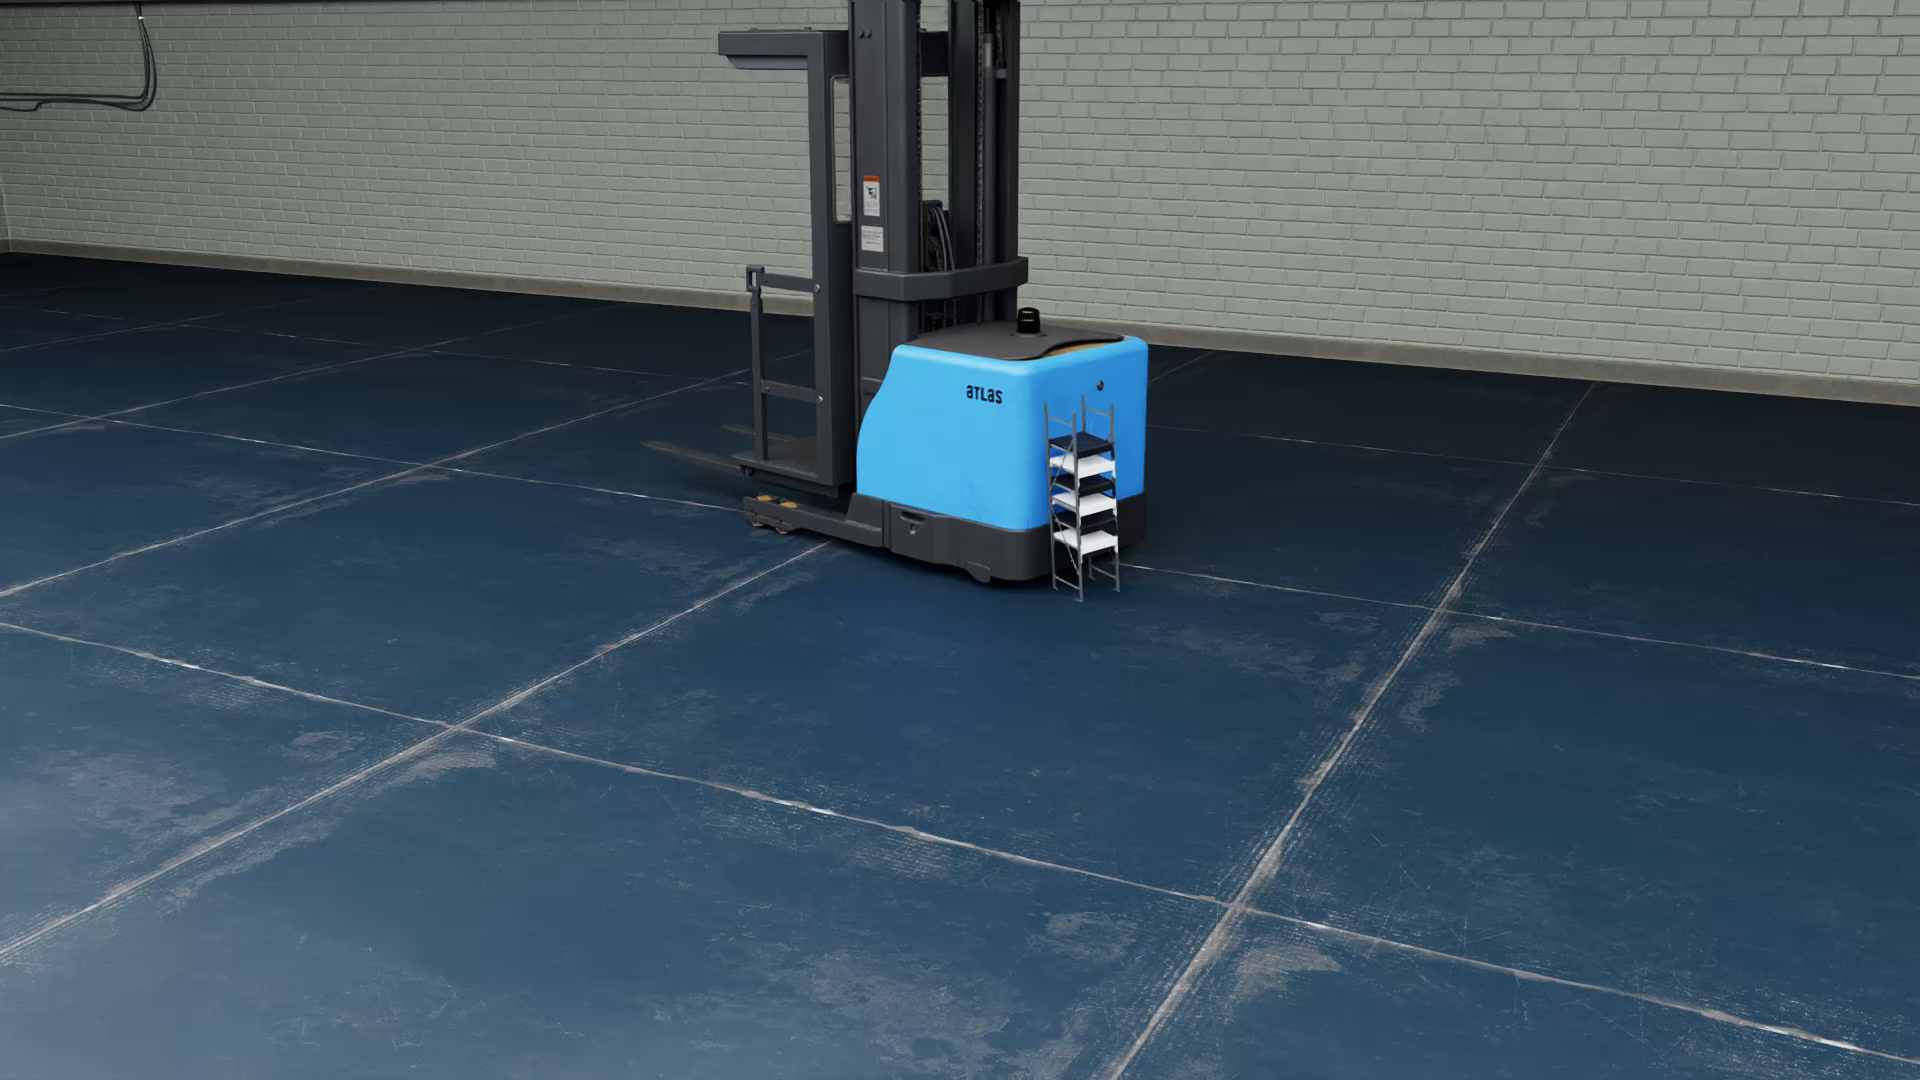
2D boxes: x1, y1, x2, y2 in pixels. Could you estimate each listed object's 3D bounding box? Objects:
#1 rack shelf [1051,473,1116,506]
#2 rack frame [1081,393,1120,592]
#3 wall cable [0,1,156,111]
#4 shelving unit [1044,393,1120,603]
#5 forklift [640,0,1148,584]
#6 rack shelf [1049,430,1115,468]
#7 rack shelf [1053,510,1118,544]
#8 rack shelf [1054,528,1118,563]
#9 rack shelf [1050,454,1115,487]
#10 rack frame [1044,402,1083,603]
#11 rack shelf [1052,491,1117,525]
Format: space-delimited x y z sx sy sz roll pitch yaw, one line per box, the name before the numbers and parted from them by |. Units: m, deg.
rack shelf | 0.550 -0.242 7.515 0.200 0.077 0.258 -15 23 -28
rack frame | 0.640 -0.213 7.582 0.006 0.900 0.240 -15 23 -28
wall cable | -10.401 -6.188 19.007 3.097 2.526 0.112 8 18 25
shelving unit | 0.553 -0.189 7.535 0.210 0.900 0.258 -15 23 -28
forklift | -0.505 -1.534 8.541 3.031 2.935 1.130 14 22 40
rack shelf | 0.538 -0.410 7.451 0.200 0.077 0.258 -15 23 -28
rack shelf | 0.561 -0.074 7.578 0.200 0.077 0.258 -15 23 -28
rack shelf | 0.567 0.010 7.610 0.200 0.077 0.258 -15 23 -28
rack shelf | 0.544 -0.326 7.483 0.200 0.077 0.258 -15 23 -28
rack frame | 0.466 -0.165 7.487 0.006 0.900 0.240 -15 23 -28
rack shelf | 0.556 -0.158 7.546 0.200 0.077 0.258 -15 23 -28
